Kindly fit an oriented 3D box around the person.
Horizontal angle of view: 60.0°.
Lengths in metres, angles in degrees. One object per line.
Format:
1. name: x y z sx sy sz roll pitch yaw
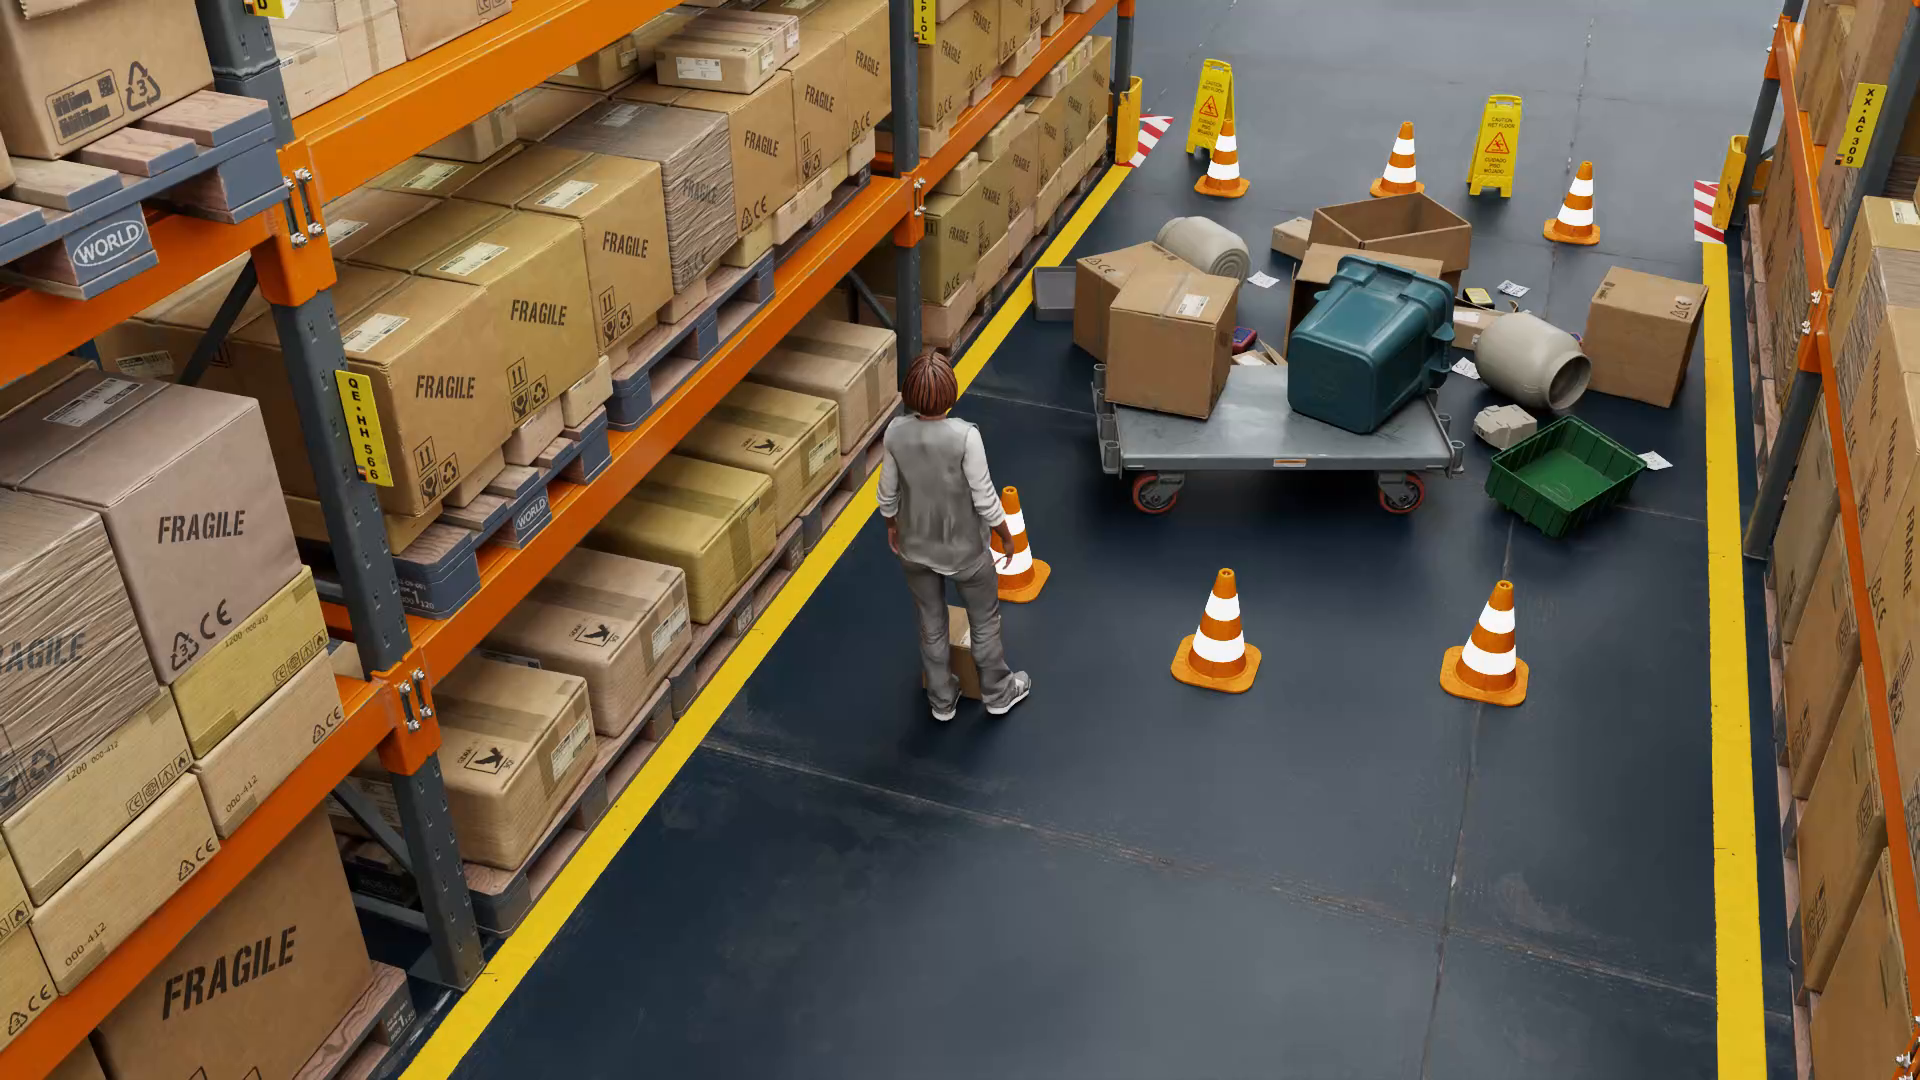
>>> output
1. person: -0.022 -0.013 6.153 0.520 1.597 0.475 11 35 16
